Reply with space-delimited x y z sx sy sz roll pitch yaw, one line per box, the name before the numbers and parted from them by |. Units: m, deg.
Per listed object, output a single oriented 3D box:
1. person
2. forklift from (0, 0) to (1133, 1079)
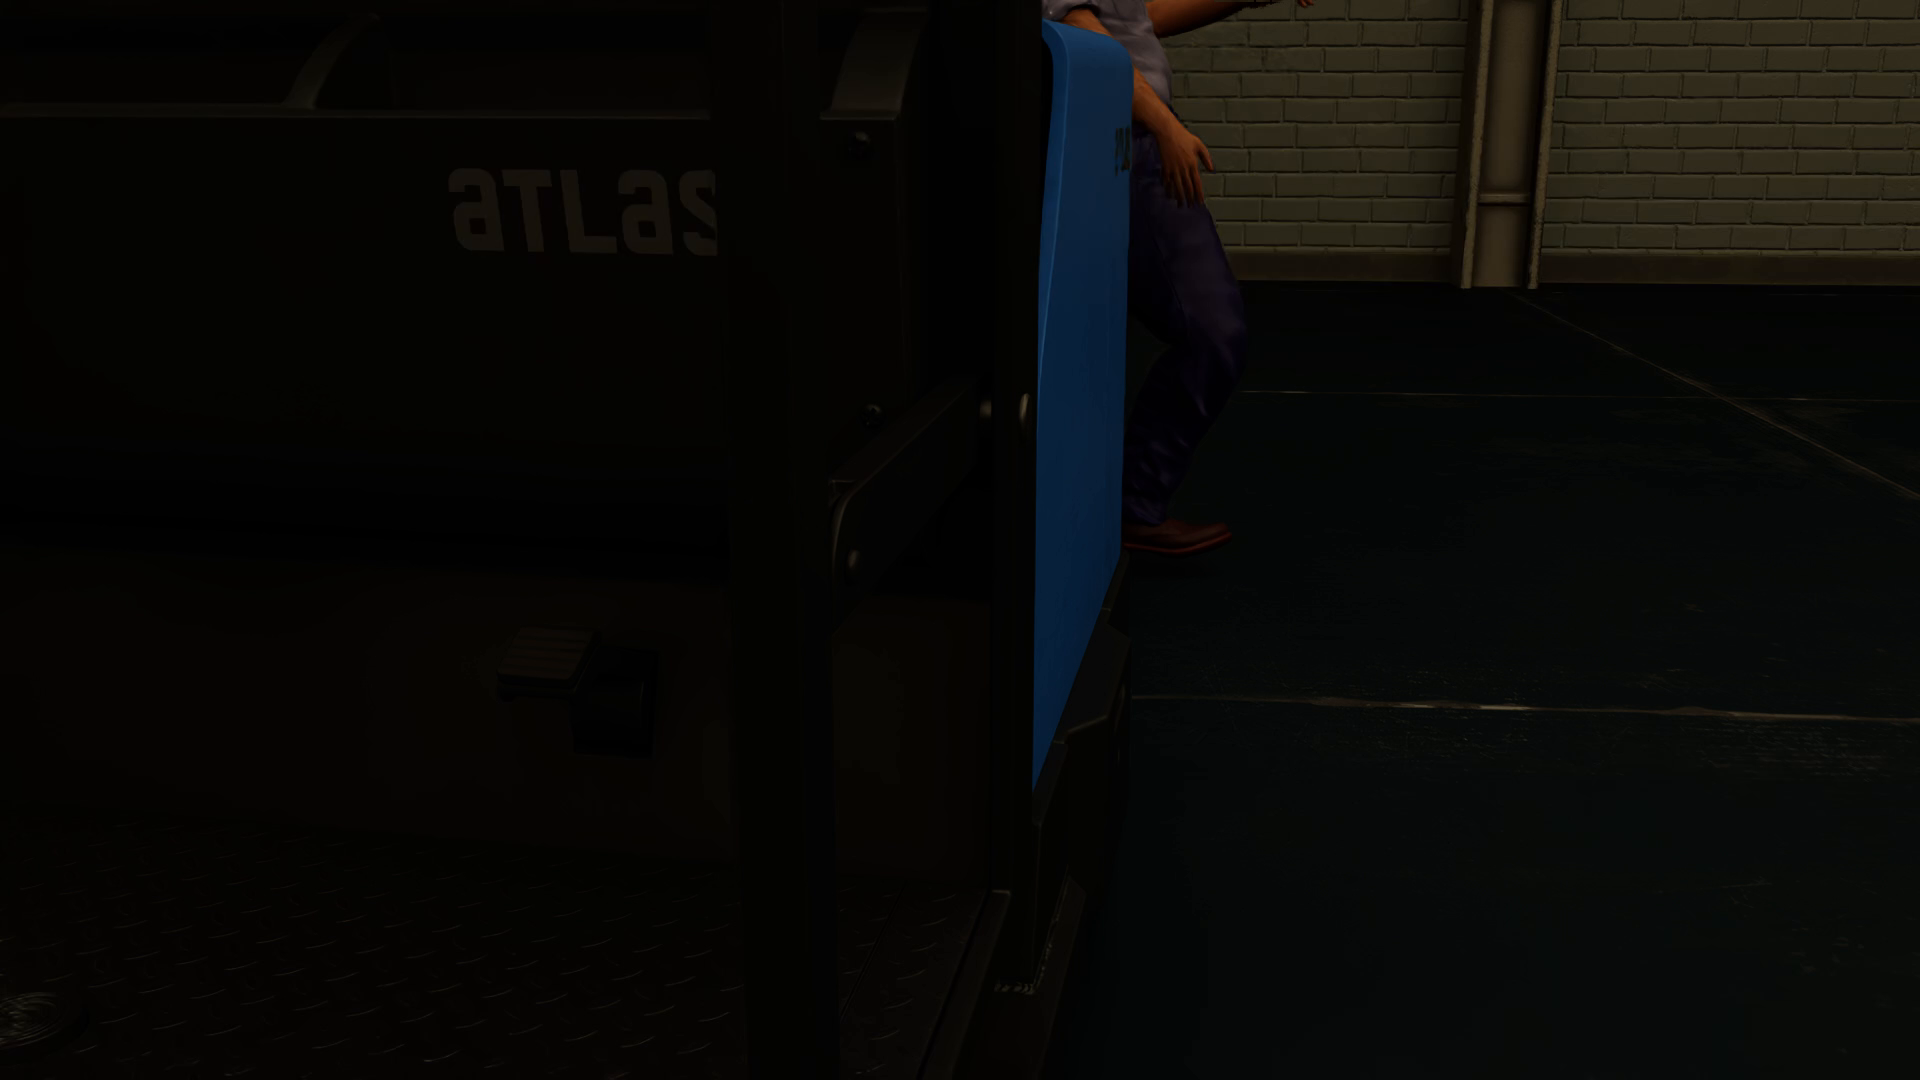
person | 0.344 -0.738 3.513 0.817 1.502 0.799 -4 16 -14
forklift | -0.525 -0.752 0.991 1.130 2.935 3.031 3 15 11
